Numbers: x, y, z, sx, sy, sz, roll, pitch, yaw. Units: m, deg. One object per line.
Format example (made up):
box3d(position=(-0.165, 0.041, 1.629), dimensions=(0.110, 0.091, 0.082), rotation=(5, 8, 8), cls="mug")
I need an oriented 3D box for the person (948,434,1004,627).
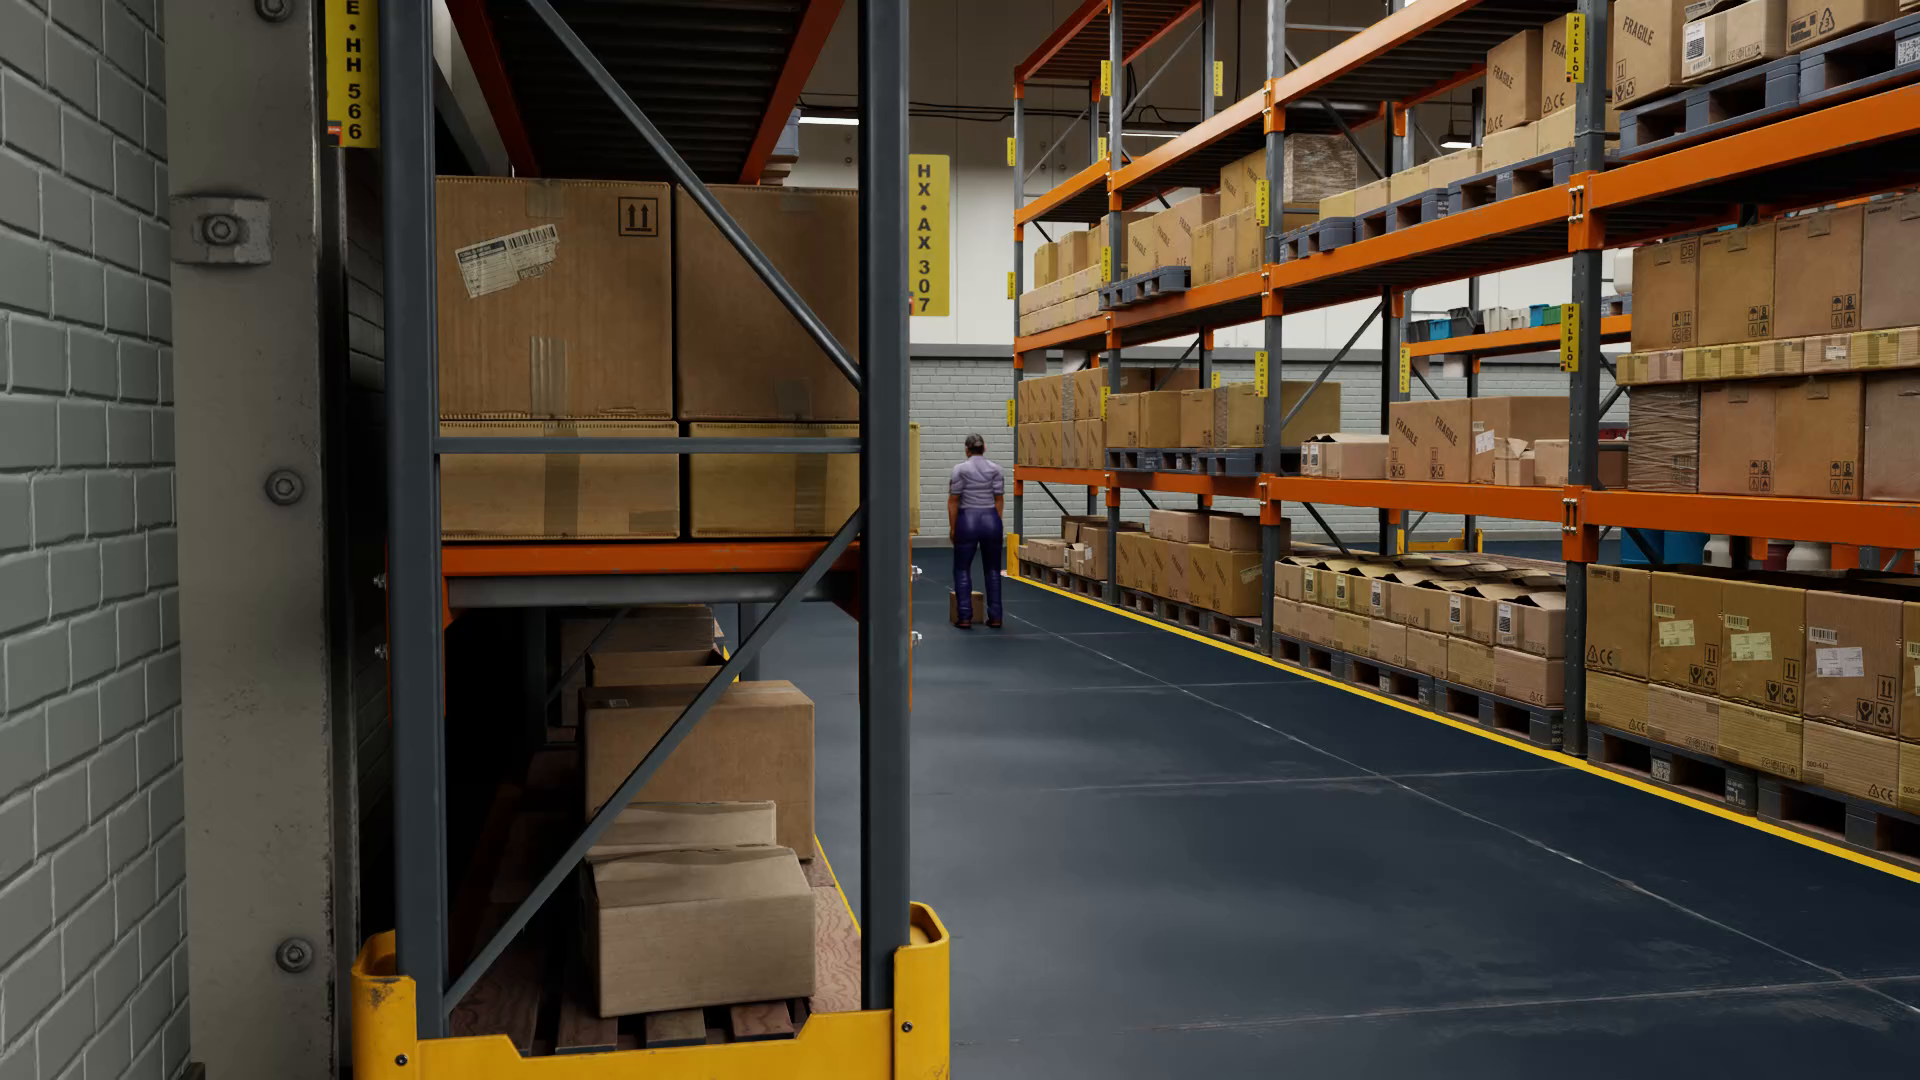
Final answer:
box3d(position=(0.132, -0.076, 14.022), dimensions=(0.476, 1.637, 0.339), rotation=(-1, 3, -10), cls="person")
